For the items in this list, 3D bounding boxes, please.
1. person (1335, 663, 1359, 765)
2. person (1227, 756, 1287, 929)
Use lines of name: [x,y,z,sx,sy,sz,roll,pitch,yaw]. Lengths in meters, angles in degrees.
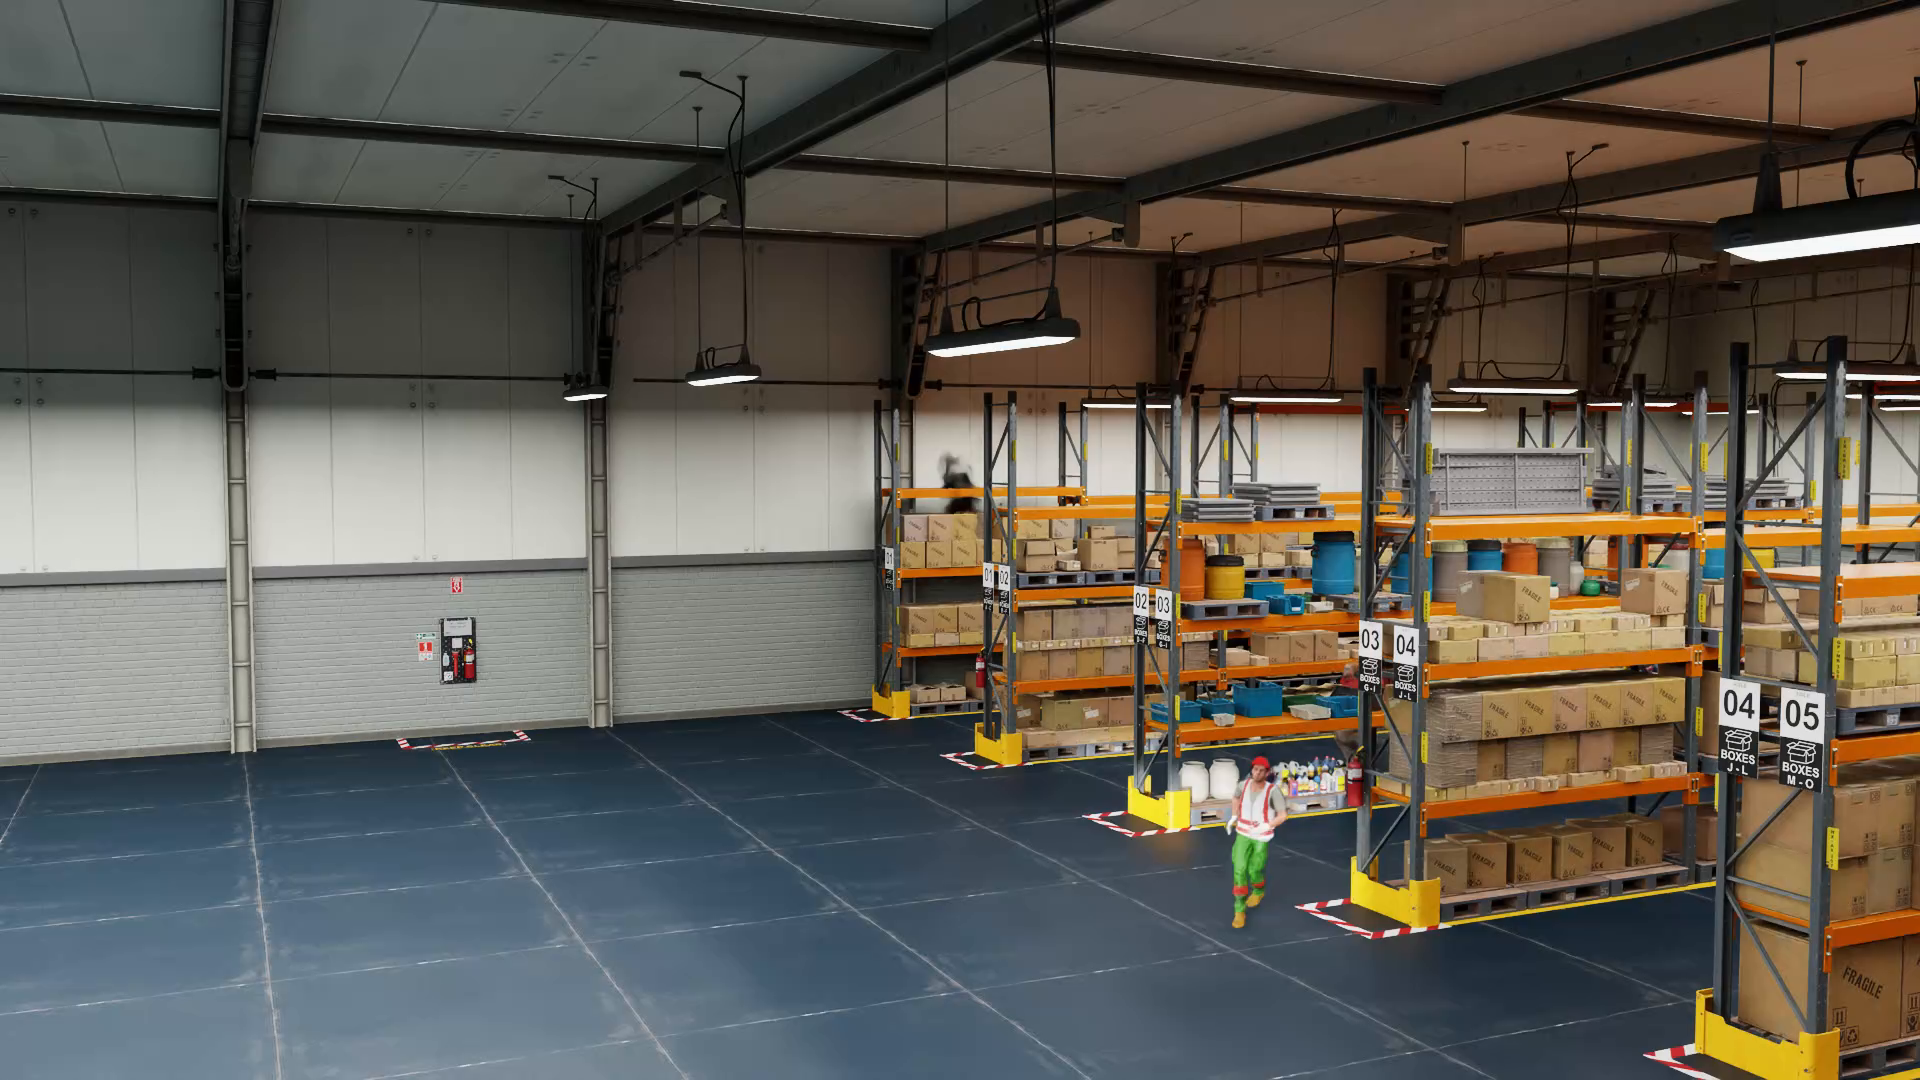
person: [6.126,2.791,26.372,0.565,1.686,0.658,-2,4,-30]
person: [3.198,3.221,17.996,0.671,1.770,0.956,2,4,25]
